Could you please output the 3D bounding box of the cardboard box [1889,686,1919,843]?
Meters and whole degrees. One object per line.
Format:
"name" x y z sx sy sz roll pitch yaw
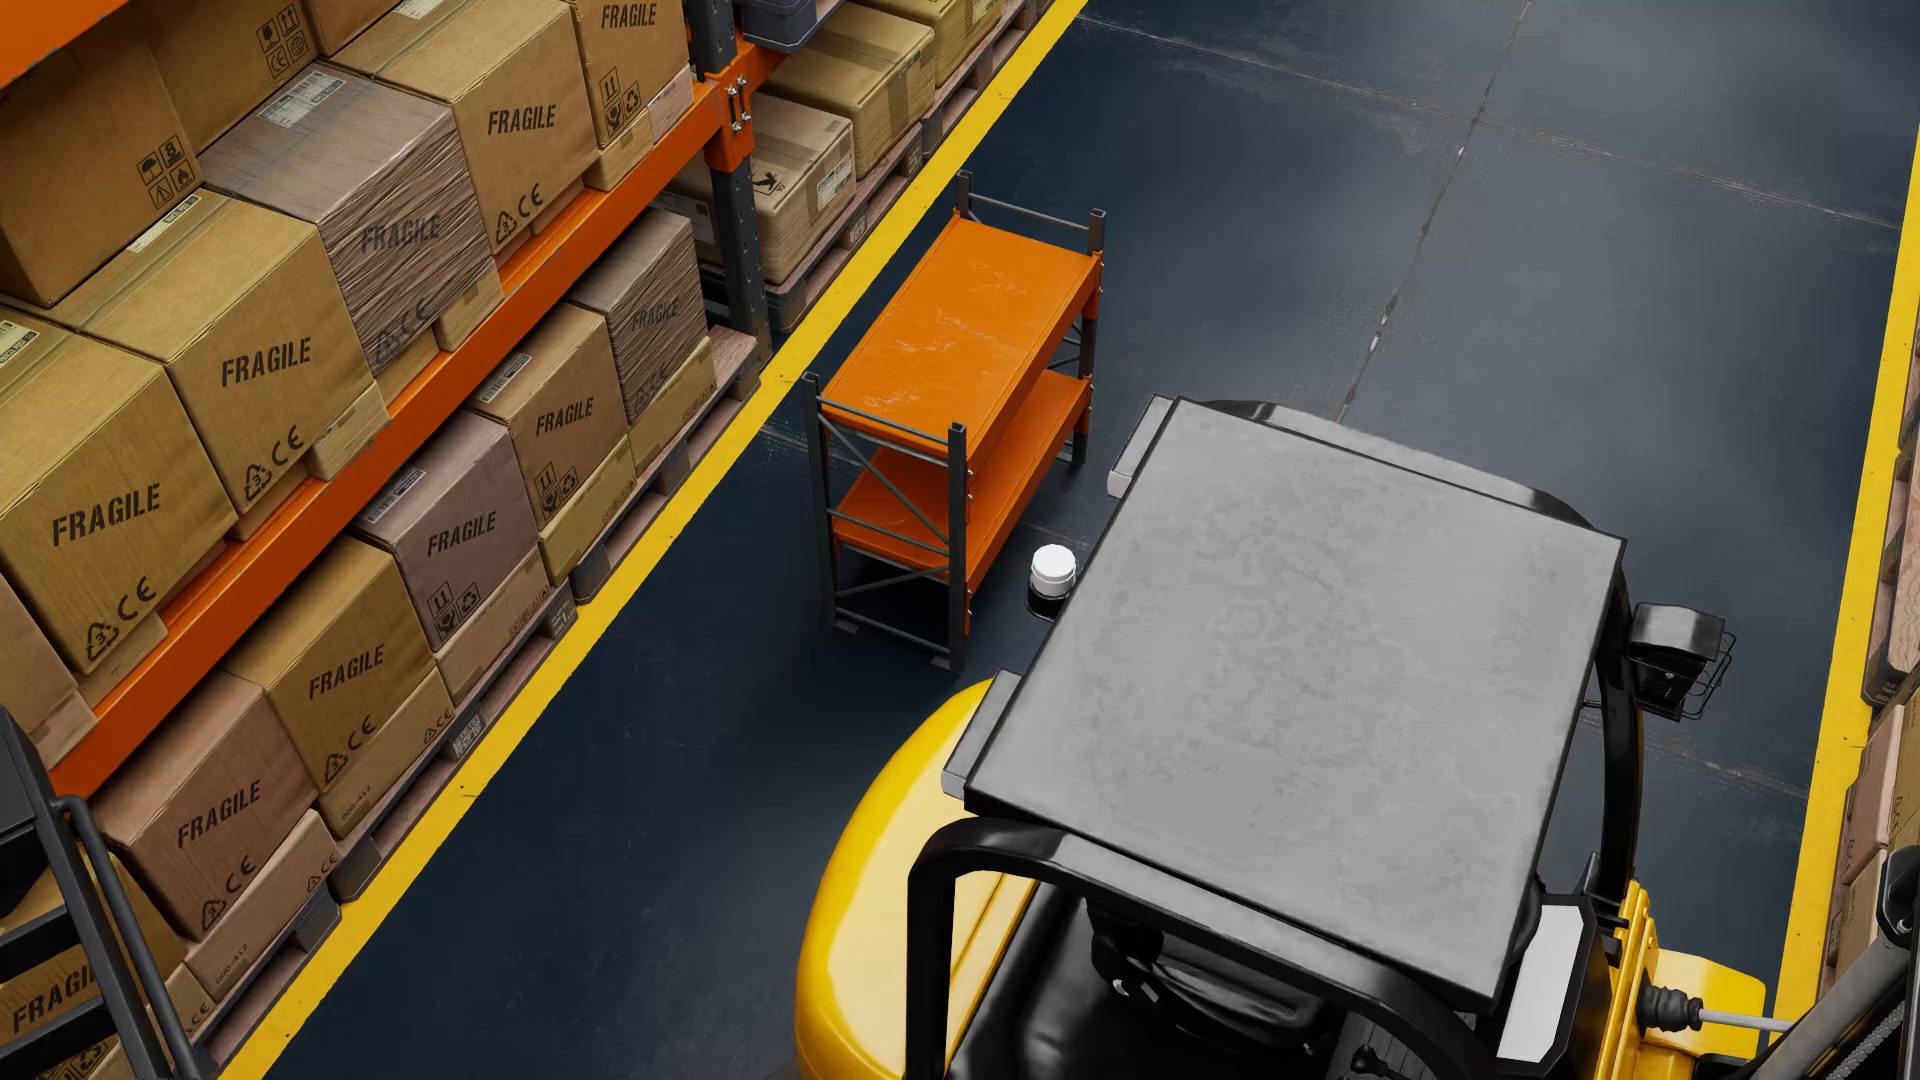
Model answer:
"cardboard box" 2.814 0.644 4.434 0.500 0.250 0.500 20 52 16

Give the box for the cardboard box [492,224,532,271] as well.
"cardboard box" -1.452 -0.898 4.709 0.380 0.149 0.250 19 52 16

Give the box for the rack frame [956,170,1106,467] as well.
"rack frame" 0.220 -0.719 5.623 0.500 1.125 0.032 20 52 16

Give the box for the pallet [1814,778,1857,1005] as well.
"pallet" 2.922 1.255 4.543 1.003 0.211 1.213 20 52 16

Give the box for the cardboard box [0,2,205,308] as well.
"cardboard box" -2.191 -0.945 3.667 0.700 0.500 0.500 19 52 16

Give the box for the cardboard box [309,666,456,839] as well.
"cardboard box" -1.857 0.520 4.867 0.500 0.250 0.500 23 53 18

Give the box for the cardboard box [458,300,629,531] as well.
"cardboard box" -1.415 -0.437 5.190 0.500 0.500 0.500 21 53 17

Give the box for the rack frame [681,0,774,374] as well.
"rack frame" -1.189 -1.795 5.307 1.000 3.000 0.127 20 52 16

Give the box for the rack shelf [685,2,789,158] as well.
"rack shelf" -0.335 -2.939 6.753 1.077 0.370 4.000 20 52 16

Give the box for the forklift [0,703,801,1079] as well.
"forklift" -1.401 1.404 2.631 3.031 2.935 1.130 -28 55 -22

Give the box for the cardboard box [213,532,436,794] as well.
"cardboard box" -1.853 0.286 4.575 0.500 0.500 0.500 21 53 17

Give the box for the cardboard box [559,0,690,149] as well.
"cardboard box" -1.154 -1.536 4.827 0.500 0.500 0.500 19 52 15

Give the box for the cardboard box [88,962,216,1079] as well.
"cardboard box" -2.304 1.249 4.247 0.500 0.250 0.500 19 52 16

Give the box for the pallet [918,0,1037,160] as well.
"pallet" -0.338 -2.271 7.543 1.003 0.211 1.213 20 52 16

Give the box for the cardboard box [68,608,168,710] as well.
"cardboard box" -2.054 0.191 3.783 0.380 0.149 0.250 21 53 17

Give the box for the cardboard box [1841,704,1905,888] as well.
"cardboard box" 2.794 0.798 4.631 0.500 0.250 0.500 20 53 16

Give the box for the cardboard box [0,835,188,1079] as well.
"cardboard box" -2.294 0.990 3.976 0.500 0.500 0.500 18 52 15

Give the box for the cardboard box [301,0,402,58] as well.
"cardboard box" -1.811 -1.670 4.284 0.700 0.500 0.500 20 52 16

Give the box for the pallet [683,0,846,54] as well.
"pallet" -0.731 -2.211 5.788 1.003 0.211 1.213 20 52 16

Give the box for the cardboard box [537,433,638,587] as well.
"cardboard box" -1.417 -0.175 5.459 0.500 0.250 0.500 19 52 15

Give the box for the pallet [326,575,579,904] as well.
"pallet" -1.964 0.426 5.249 1.003 0.211 1.213 20 52 16

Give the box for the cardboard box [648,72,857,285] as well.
"cardboard box" -0.968 -1.441 6.456 0.950 0.372 0.625 20 53 17

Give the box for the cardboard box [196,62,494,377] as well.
"cardboard box" -1.586 -0.821 4.218 0.500 0.500 0.500 21 53 17

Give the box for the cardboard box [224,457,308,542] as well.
"cardboard box" -1.856 -0.182 4.101 0.380 0.149 0.250 19 52 15

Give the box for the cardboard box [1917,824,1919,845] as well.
"cardboard box" 2.582 0.829 3.949 0.500 0.250 0.500 20 52 16

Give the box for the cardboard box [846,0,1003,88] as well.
"cardboard box" -0.368 -2.417 7.286 0.950 0.372 0.625 21 53 17

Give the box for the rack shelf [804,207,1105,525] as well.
"rack shelf" 0.003 -0.559 5.103 0.538 0.278 1.000 20 52 16

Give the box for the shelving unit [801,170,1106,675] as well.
"shelving unit" 0.003 -0.369 5.326 0.538 1.125 1.048 20 52 16

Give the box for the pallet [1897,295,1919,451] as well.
"pallet" 4.099 -0.642 6.157 1.003 0.211 1.213 20 52 16

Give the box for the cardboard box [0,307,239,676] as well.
"cardboard box" -2.010 -0.114 3.616 0.500 0.500 0.500 19 52 15

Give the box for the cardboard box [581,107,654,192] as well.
"cardboard box" -1.151 -1.219 4.982 0.380 0.149 0.250 21 53 17

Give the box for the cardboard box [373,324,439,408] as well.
"cardboard box" -1.619 -0.526 4.393 0.380 0.149 0.250 19 52 15
